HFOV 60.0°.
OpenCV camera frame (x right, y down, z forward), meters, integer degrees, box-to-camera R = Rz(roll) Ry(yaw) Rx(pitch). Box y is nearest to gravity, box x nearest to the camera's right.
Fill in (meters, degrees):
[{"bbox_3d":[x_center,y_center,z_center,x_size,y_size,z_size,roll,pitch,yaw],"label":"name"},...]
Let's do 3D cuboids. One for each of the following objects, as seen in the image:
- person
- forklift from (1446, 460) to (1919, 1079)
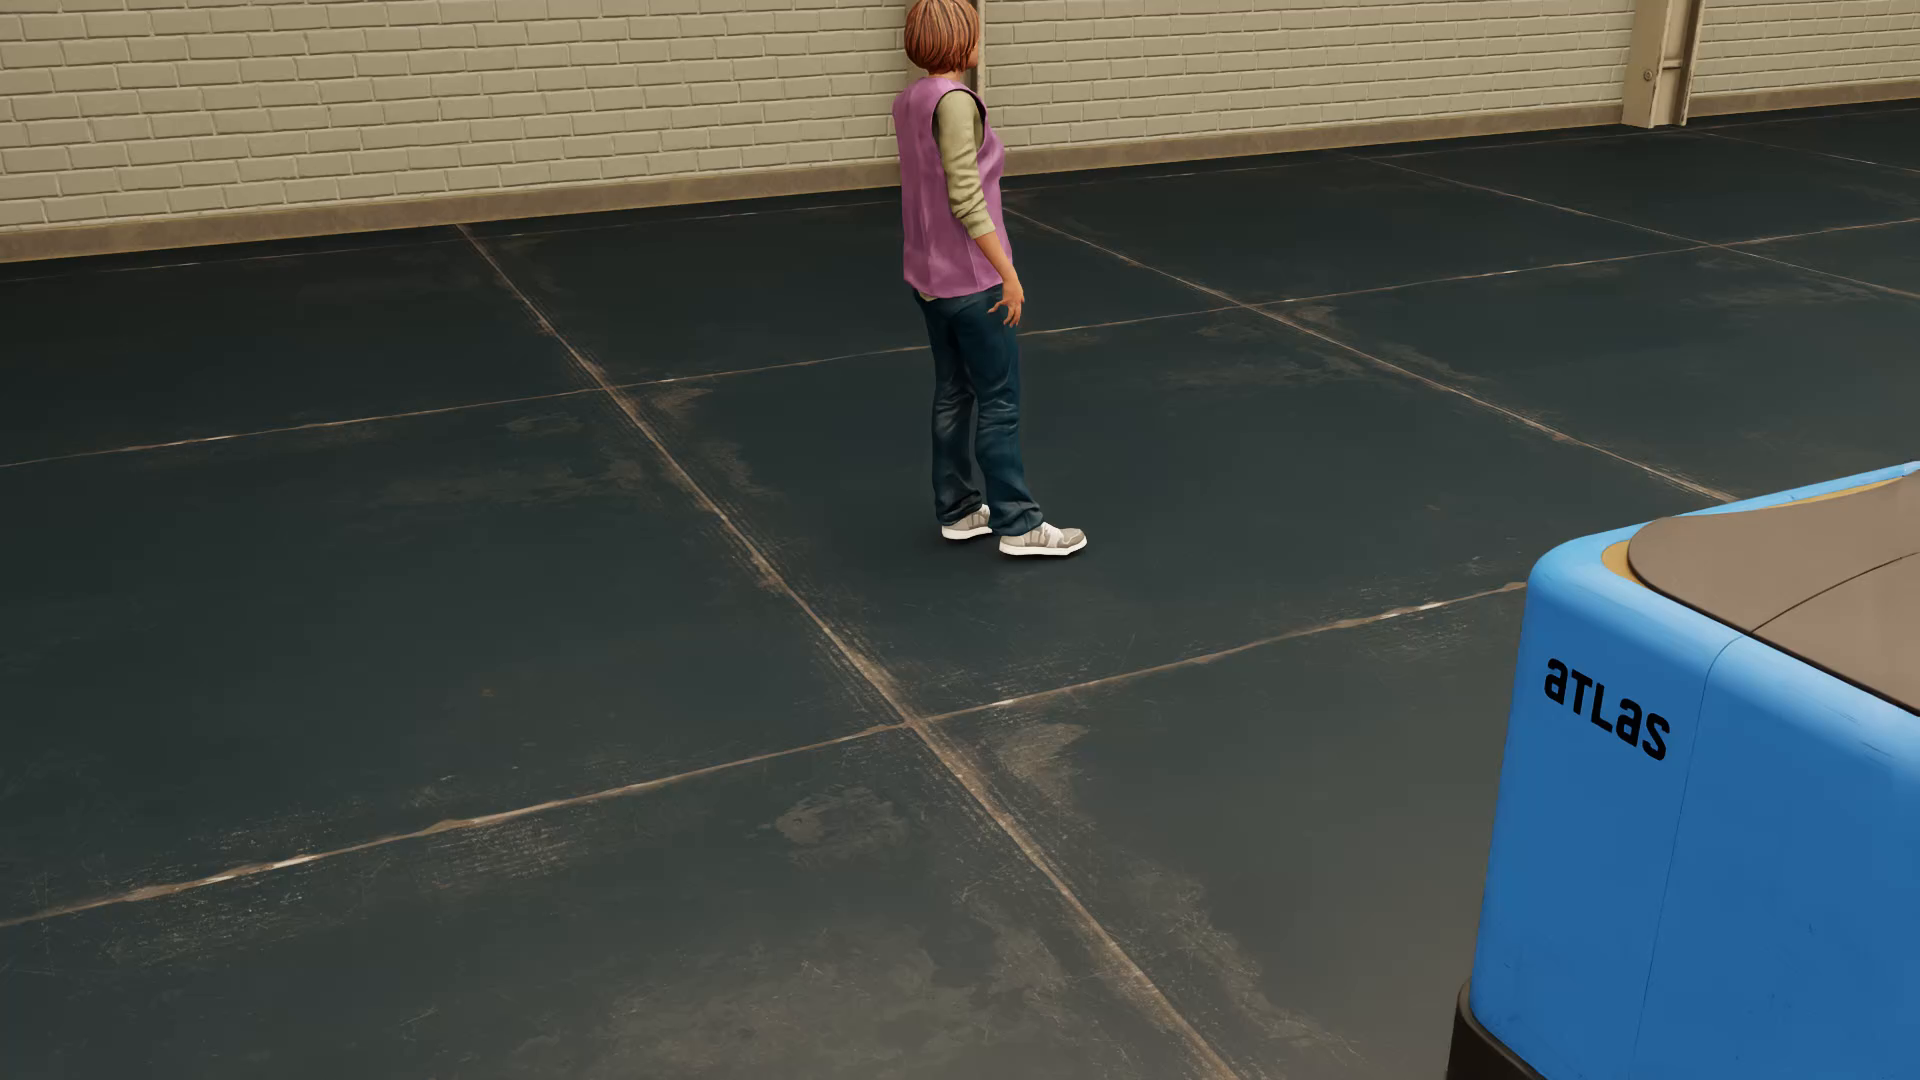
[{"bbox_3d":[0.073,-0.751,4.814,0.476,1.597,0.520,-10,25,-23],"label":"person"},{"bbox_3d":[1.873,0.071,1.116,1.130,2.935,3.031,-11,25,-24],"label":"forklift"}]
